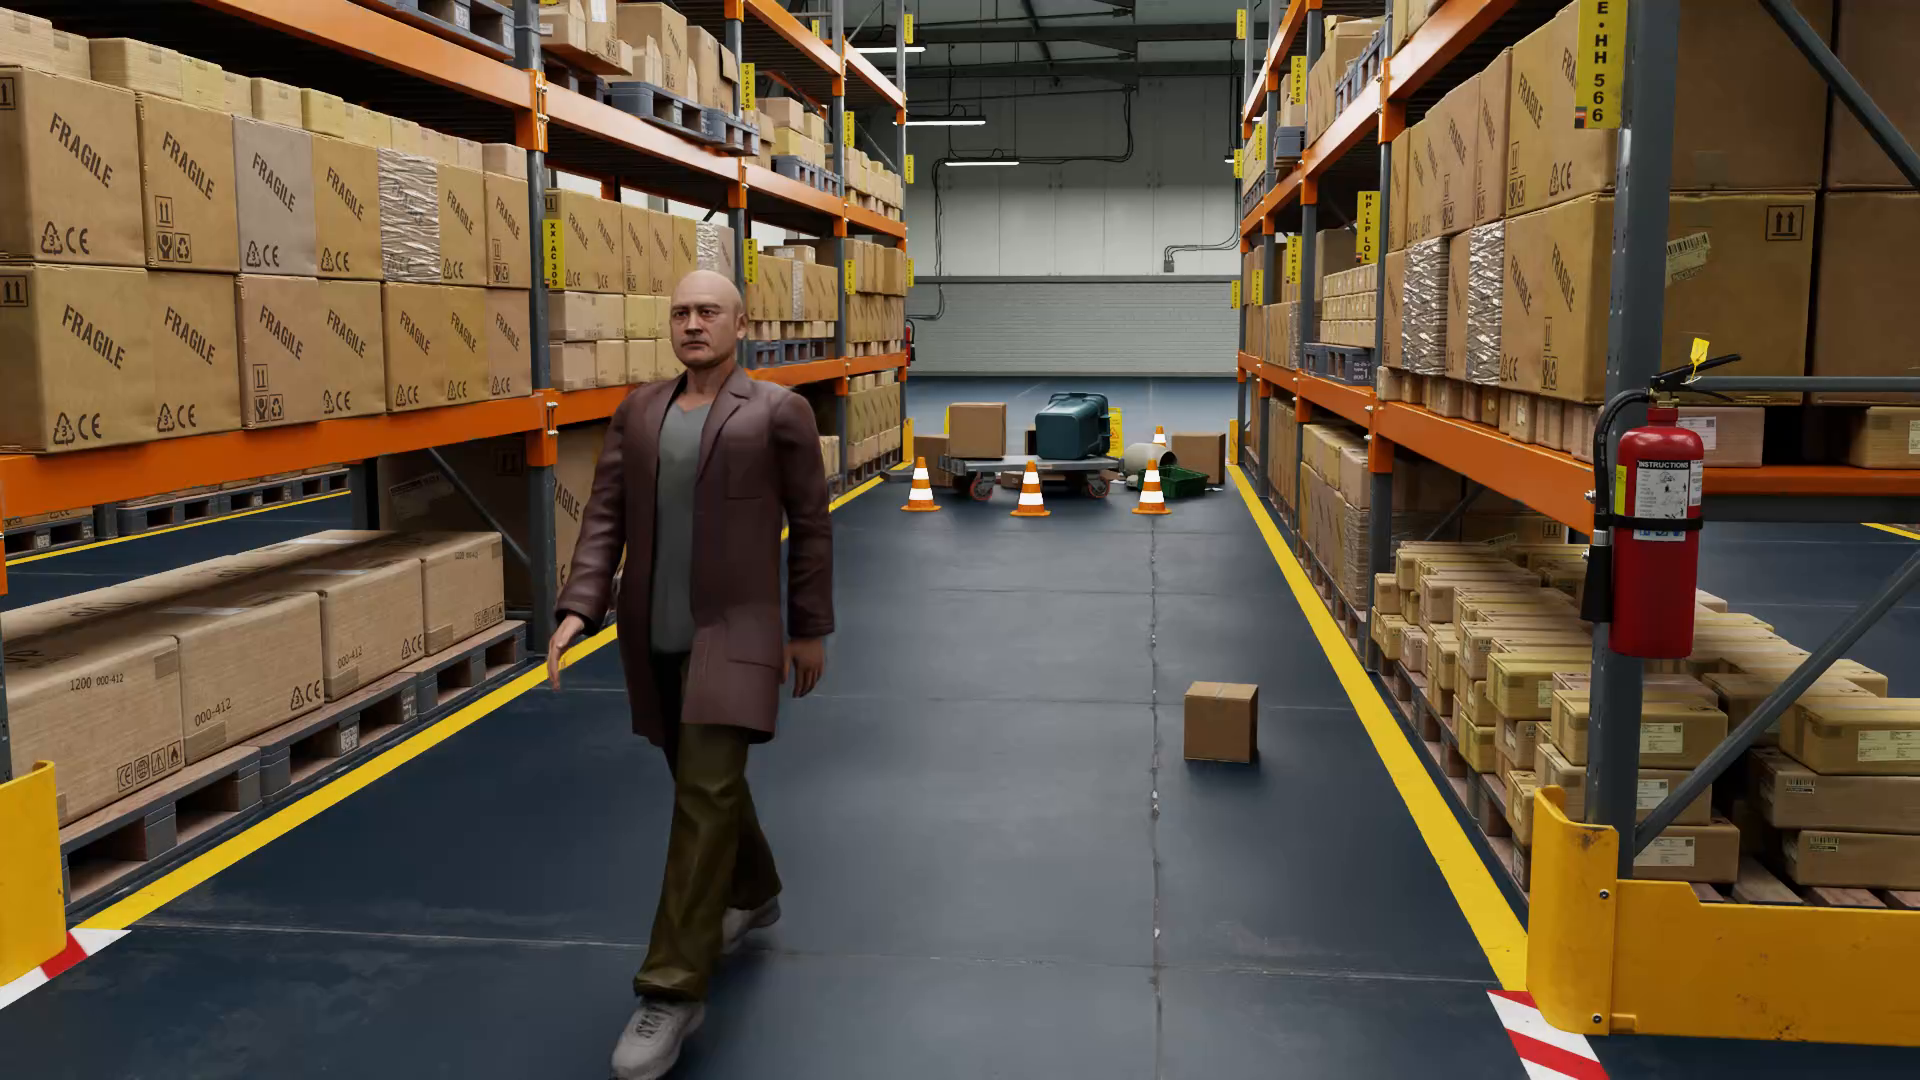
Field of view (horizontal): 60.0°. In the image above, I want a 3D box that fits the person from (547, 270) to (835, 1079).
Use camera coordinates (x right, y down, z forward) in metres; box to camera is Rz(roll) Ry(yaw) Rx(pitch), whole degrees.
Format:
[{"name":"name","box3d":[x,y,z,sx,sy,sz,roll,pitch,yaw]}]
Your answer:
[{"name":"person","box3d":[-0.672,0.235,3.930,0.571,1.733,1.022,3,8,22]}]
